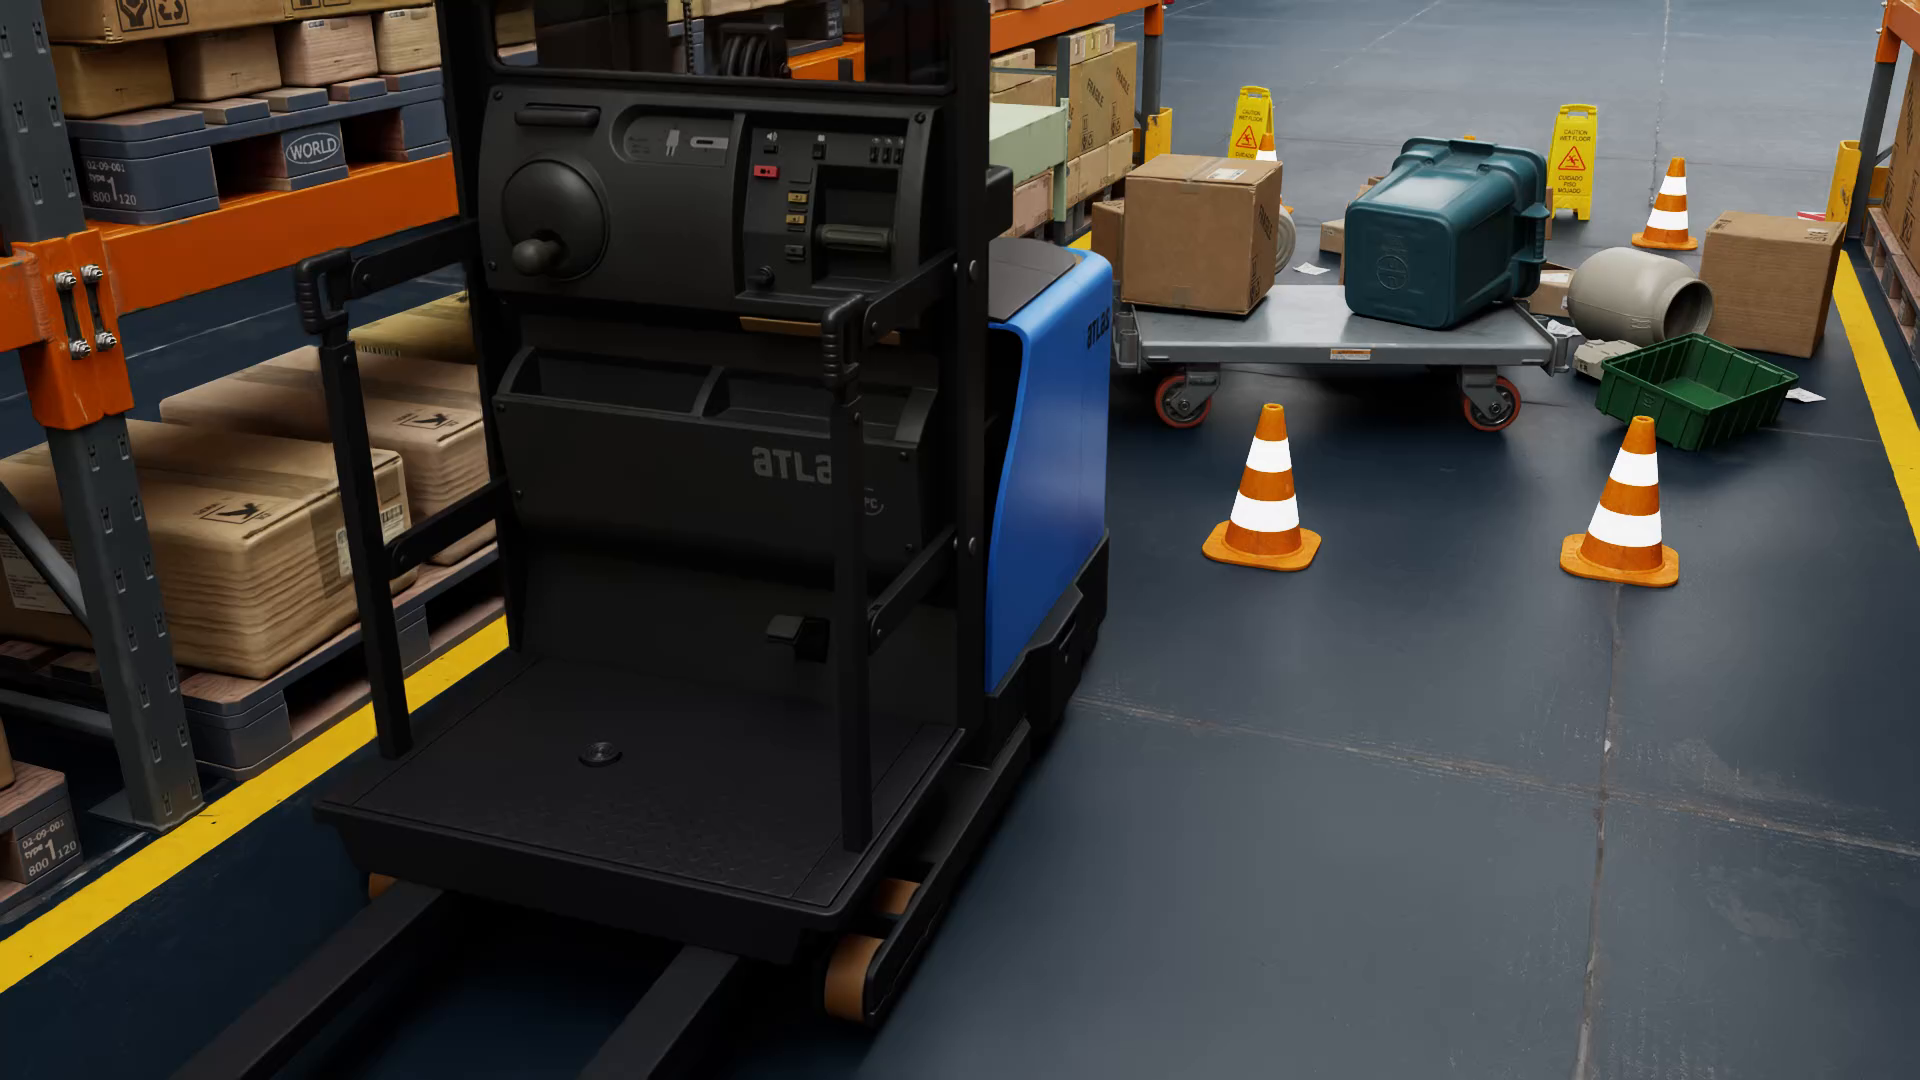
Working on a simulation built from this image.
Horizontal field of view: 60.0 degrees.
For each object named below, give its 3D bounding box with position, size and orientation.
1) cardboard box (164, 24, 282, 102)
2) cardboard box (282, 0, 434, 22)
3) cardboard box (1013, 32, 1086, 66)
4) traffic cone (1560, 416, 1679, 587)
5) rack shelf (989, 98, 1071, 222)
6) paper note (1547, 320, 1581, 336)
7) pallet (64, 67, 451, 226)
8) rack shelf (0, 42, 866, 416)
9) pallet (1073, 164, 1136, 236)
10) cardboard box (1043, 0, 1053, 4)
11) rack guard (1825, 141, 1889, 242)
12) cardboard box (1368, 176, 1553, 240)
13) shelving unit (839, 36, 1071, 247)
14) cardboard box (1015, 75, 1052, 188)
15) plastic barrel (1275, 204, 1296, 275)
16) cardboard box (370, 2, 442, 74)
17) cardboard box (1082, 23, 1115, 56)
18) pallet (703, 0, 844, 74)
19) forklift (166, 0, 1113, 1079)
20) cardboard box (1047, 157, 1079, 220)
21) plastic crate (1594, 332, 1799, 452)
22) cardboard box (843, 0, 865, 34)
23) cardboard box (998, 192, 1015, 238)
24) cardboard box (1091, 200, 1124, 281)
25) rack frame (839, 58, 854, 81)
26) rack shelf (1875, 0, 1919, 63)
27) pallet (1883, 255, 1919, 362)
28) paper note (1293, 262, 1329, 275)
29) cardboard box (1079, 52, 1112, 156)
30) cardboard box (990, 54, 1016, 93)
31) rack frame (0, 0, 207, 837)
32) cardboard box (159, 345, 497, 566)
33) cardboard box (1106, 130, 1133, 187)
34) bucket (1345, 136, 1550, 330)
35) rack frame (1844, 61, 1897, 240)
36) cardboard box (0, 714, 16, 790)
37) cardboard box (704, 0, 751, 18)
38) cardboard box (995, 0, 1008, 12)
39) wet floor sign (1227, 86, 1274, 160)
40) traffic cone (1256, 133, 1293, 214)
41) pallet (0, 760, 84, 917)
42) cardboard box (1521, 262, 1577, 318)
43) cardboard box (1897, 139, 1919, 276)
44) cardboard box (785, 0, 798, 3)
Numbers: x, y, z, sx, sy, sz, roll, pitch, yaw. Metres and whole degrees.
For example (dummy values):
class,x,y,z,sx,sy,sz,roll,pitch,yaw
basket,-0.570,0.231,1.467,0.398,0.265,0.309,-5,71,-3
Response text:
class,x,y,z,sx,sy,sz,roll,pitch,yaw
cardboard box,-1.773,-1.086,3.739,0.380,0.149,0.250,7,24,17
cardboard box,-1.633,-1.515,3.924,0.500,0.500,0.500,10,25,23
cardboard box,0.444,-2.607,8.807,0.380,0.149,0.250,10,25,22
traffic cone,2.017,-0.147,5.001,0.336,0.463,0.334,9,24,20
rack shelf,0.002,-1.055,4.816,0.431,0.370,0.720,9,24,20
paper note,2.722,-0.955,7.507,0.172,0.023,0.155,19,29,38
pallet,-2.036,-1.004,4.010,1.213,0.211,1.003,9,24,20
rack shelf,-1.459,-1.206,5.178,1.077,0.370,4.000,9,24,20
pallet,0.407,-2.085,9.968,1.003,0.211,1.213,9,24,20
cardboard box,0.250,-2.755,8.280,0.380,0.149,0.250,9,24,20
rack guard,5.412,-1.867,9.072,1.175,0.500,0.348,9,24,20
cardboard box,2.468,-1.542,8.288,0.797,0.503,0.637,-7,24,-17
shelving unit,0.002,-0.694,4.967,0.431,1.500,0.755,9,24,20
cardboard box,0.136,-2.075,8.377,0.500,0.500,0.500,10,25,23
plastic barrel,1.408,-1.540,8.388,0.421,0.421,0.512,-12,25,-26
cardboard box,-1.507,-1.273,4.186,0.380,0.149,0.250,9,24,20
cardboard box,0.640,-2.790,9.246,0.380,0.149,0.250,10,24,22
pallet,-1.135,-1.912,6.185,1.003,0.211,1.213,9,24,20
forklift,-0.564,-0.630,2.954,1.130,2.935,3.031,8,24,18
cardboard box,0.330,-1.910,8.953,0.500,0.250,0.500,8,24,18
plastic crate,2.765,-0.560,6.272,0.662,0.188,0.450,-17,38,-35
cardboard box,-0.302,-2.204,6.961,0.380,0.149,0.250,9,24,20
cardboard box,-0.059,-1.544,8.076,0.500,0.250,0.500,10,25,23
cardboard box,0.945,-1.290,7.686,0.500,0.500,0.500,-12,25,-26
rack frame,-0.133,-0.563,4.653,0.400,1.500,0.023,9,24,20
rack shelf,4.660,-1.965,6.995,1.077,0.370,4.000,9,24,20
pallet,4.724,-0.993,7.354,1.003,0.211,1.213,9,24,20
paper note,1.812,-1.404,8.586,0.148,0.019,0.142,19,29,38
cardboard box,0.523,-2.445,9.260,0.500,0.500,0.500,10,25,22
cardboard box,0.045,-2.217,7.873,0.380,0.149,0.250,10,25,22
rack frame,-2.202,-0.822,3.326,1.000,3.000,0.127,9,24,20
cardboard box,-1.716,-0.269,4.867,0.950,0.372,0.625,8,24,19
cardboard box,0.710,-2.273,9.824,0.500,0.250,0.500,9,24,20
bucket,1.827,-1.151,6.388,0.726,0.611,0.620,19,39,38
rack frame,5.403,-3.012,8.570,1.000,3.000,0.127,9,24,20
cardboard box,-2.536,0.200,3.091,0.875,0.875,0.875,9,24,20
cardboard box,-0.919,-1.827,5.513,0.380,0.149,0.250,9,24,20
cardboard box,0.009,-2.585,7.873,0.380,0.149,0.250,9,24,20
wet floor sign,1.833,-2.513,10.430,0.267,0.644,0.232,19,29,38
traffic cone,1.807,-2.176,9.858,0.336,0.463,0.334,9,24,20
pallet,-2.565,0.736,3.214,1.003,0.211,1.213,9,24,20
cardboard box,2.845,-1.198,7.774,0.396,0.266,0.258,13,26,29
cardboard box,4.887,-1.658,7.540,0.875,0.875,0.875,8,24,19
cardboard box,-0.766,-2.016,5.965,0.380,0.149,0.250,8,24,18
